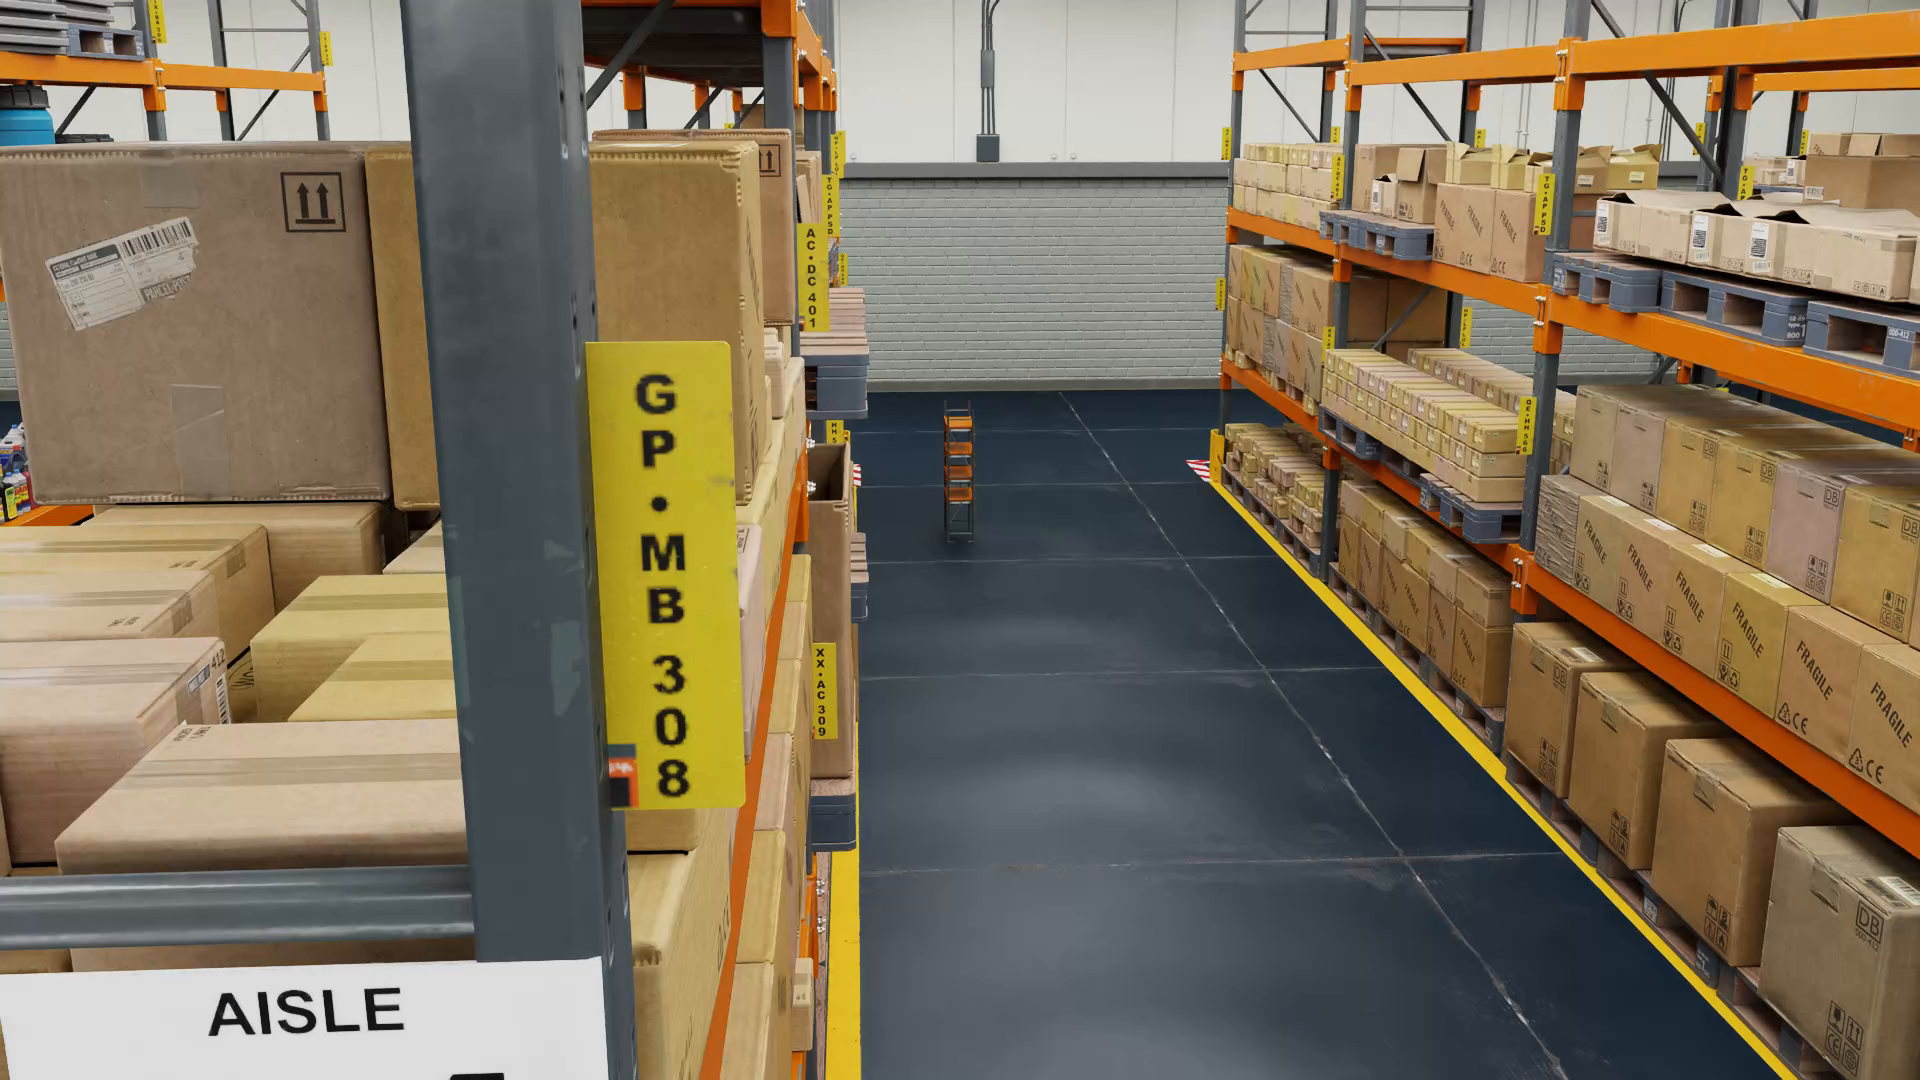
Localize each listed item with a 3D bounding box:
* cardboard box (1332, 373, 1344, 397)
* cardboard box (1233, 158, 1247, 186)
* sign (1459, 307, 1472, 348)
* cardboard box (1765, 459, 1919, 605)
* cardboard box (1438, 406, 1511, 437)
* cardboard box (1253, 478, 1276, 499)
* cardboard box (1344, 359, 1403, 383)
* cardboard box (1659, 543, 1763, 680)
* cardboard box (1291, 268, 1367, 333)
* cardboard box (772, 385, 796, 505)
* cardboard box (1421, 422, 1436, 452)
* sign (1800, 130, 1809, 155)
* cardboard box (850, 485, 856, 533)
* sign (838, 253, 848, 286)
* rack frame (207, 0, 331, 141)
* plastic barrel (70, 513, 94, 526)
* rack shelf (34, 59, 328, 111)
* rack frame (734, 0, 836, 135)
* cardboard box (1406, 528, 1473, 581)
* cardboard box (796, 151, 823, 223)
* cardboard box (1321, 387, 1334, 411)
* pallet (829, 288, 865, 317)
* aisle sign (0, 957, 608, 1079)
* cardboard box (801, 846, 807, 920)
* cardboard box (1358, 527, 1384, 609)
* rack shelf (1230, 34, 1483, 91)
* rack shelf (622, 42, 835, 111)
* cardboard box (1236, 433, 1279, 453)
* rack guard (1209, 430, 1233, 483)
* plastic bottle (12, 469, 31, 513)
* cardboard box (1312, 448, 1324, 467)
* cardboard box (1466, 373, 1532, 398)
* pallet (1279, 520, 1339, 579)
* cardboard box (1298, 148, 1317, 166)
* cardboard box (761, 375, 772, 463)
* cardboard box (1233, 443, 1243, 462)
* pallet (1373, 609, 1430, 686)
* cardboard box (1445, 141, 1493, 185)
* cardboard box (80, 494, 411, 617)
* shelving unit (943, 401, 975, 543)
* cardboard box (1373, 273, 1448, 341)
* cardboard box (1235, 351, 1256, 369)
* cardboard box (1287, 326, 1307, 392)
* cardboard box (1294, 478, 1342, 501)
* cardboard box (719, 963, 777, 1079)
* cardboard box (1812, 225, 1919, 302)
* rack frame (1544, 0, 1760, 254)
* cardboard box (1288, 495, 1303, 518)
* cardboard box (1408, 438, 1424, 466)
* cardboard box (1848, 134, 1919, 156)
[{"bbox_3d":[3.055,-1.179,12.652,0.380,0.149,0.250,-1,14,-5],"label":"cardboard box"},{"bbox_3d":[2.993,-3.624,16.368,0.500,0.250,0.500,-1,14,-3],"label":"cardboard box"},{"bbox_3d":[4.026,-1.693,13.261,0.100,0.325,0.005,-1,14,-3],"label":"sign"},{"bbox_3d":[3.866,-0.042,6.964,0.700,0.500,0.500,-1,14,-3],"label":"cardboard box"},{"bbox_3d":[3.202,-0.740,10.349,0.380,0.149,0.250,0,14,-2],"label":"cardboard box"},{"bbox_3d":[3.003,-0.489,15.784,0.380,0.149,0.250,-2,15,-6],"label":"cardboard box"},{"bbox_3d":[3.074,-1.254,12.348,0.380,0.149,0.250,-1,14,-3],"label":"cardboard box"},{"bbox_3d":[3.572,0.316,7.579,0.500,0.500,0.500,-1,14,-4],"label":"cardboard box"},{"bbox_3d":[3.136,-2.040,14.132,0.500,0.500,0.500,-1,14,-5],"label":"cardboard box"},{"bbox_3d":[-0.678,-0.222,4.150,0.500,0.250,0.500,-1,14,-2],"label":"cardboard box"},{"bbox_3d":[3.183,-0.663,10.648,0.380,0.149,0.250,-1,14,-3],"label":"cardboard box"},{"bbox_3d":[8.701,-4.067,17.175,0.100,0.325,0.005,-1,14,-3],"label":"sign"},{"bbox_3d":[-1.369,0.136,11.900,1.225,0.875,0.875,-1,14,-5],"label":"cardboard box"},{"bbox_3d":[-1.190,-2.746,16.880,0.100,0.325,0.005,-1,14,-3],"label":"sign"},{"bbox_3d":[-6.676,-4.895,15.990,1.000,3.000,0.127,-1,14,-3],"label":"rack frame"},{"bbox_3d":[-6.368,0.130,11.869,0.600,0.901,0.708,-1,14,-3],"label":"plastic barrel"},{"bbox_3d":[-6.552,-3.855,14.197,1.077,0.370,4.000,-1,14,-3],"label":"rack shelf"},{"bbox_3d":[-1.733,-4.971,16.288,1.000,3.000,0.127,-1,14,-3],"label":"rack frame"},{"bbox_3d":[3.358,0.098,11.293,0.500,0.250,0.500,-1,14,-2],"label":"cardboard box"},{"bbox_3d":[-0.958,-1.705,8.408,0.500,0.500,0.500,-1,14,-2],"label":"cardboard box"},{"bbox_3d":[3.037,-1.099,12.939,0.380,0.149,0.250,-2,15,-6],"label":"cardboard box"},{"bbox_3d":[-0.988,-0.856,6.691,1.213,0.211,1.003,-1,14,-3],"label":"pallet"},{"bbox_3d":[-0.438,0.665,1.204,0.394,0.787,0.004,-1,14,-3],"label":"aisle sign"},{"bbox_3d":[-0.682,1.089,5.277,0.380,0.149,0.250,-1,14,-3],"label":"cardboard box"},{"bbox_3d":[3.288,0.204,12.386,0.500,0.500,0.500,0,14,-1],"label":"cardboard box"},{"bbox_3d":[3.348,-4.175,14.644,1.077,0.370,4.000,-1,14,-3],"label":"rack shelf"},{"bbox_3d":[-1.361,-2.937,10.627,1.077,0.370,4.000,-1,14,-3],"label":"rack shelf"},{"bbox_3d":[2.942,-0.961,16.427,0.380,0.149,0.250,-1,14,-4],"label":"cardboard box"},{"bbox_3d":[3.229,-0.888,17.473,1.175,0.500,0.348,-1,14,-3],"label":"rack guard"},{"bbox_3d":[-5.922,-0.309,10.466,0.097,0.271,0.097,0,14,0],"label":"plastic bottle"},{"bbox_3d":[3.542,-0.776,15.706,0.380,0.149,0.250,-1,14,-5],"label":"cardboard box"},{"bbox_3d":[3.772,-1.071,11.637,0.380,0.149,0.250,-2,15,-6],"label":"cardboard box"},{"bbox_3d":[3.395,0.062,14.363,1.003,0.211,1.213,-1,14,-3],"label":"pallet"},{"bbox_3d":[3.107,-3.270,14.195,0.380,0.149,0.250,-1,15,-6],"label":"cardboard box"},{"bbox_3d":[-0.594,-0.250,3.461,0.380,0.149,0.250,0,14,-1],"label":"cardboard box"},{"bbox_3d":[2.961,-0.881,16.711,0.380,0.149,0.250,-1,14,-4],"label":"cardboard box"},{"bbox_3d":[3.600,0.726,11.782,1.003,0.211,1.213,-1,14,-3],"label":"pallet"},{"bbox_3d":[3.335,-2.416,10.638,0.396,0.266,0.258,-1,14,-3],"label":"cardboard box"},{"bbox_3d":[-1.026,0.018,2.419,0.380,0.149,0.250,-1,14,-3],"label":"cardboard box"},{"bbox_3d":[-0.010,-0.622,15.037,0.258,1.200,0.503,-1,14,-3],"label":"shelving unit"},{"bbox_3d":[3.687,-1.915,13.645,0.500,0.500,0.500,-1,14,-2],"label":"cardboard box"},{"bbox_3d":[2.937,-1.779,16.427,0.380,0.149,0.250,-1,14,-5],"label":"cardboard box"},{"bbox_3d":[3.129,-1.560,14.272,0.500,0.500,0.500,-1,14,-5],"label":"cardboard box"},{"bbox_3d":[3.112,-0.442,14.410,0.380,0.149,0.250,-1,14,-4],"label":"cardboard box"},{"bbox_3d":[-0.527,0.971,2.427,0.500,0.500,0.500,-1,14,-3],"label":"cardboard box"},{"bbox_3d":[3.672,-1.068,6.396,0.500,0.250,0.500,-1,14,-4],"label":"cardboard box"},{"bbox_3d":[3.720,-3.033,8.755,1.000,3.000,0.127,-1,14,-3],"label":"rack frame"},{"bbox_3d":[3.072,-0.296,14.439,0.380,0.149,0.250,-1,14,-5],"label":"cardboard box"},{"bbox_3d":[3.170,-0.580,10.920,0.380,0.149,0.250,-2,15,-6],"label":"cardboard box"},{"bbox_3d":[8.291,-3.313,14.614,0.797,0.503,0.637,0,14,1],"label":"cardboard box"}]
